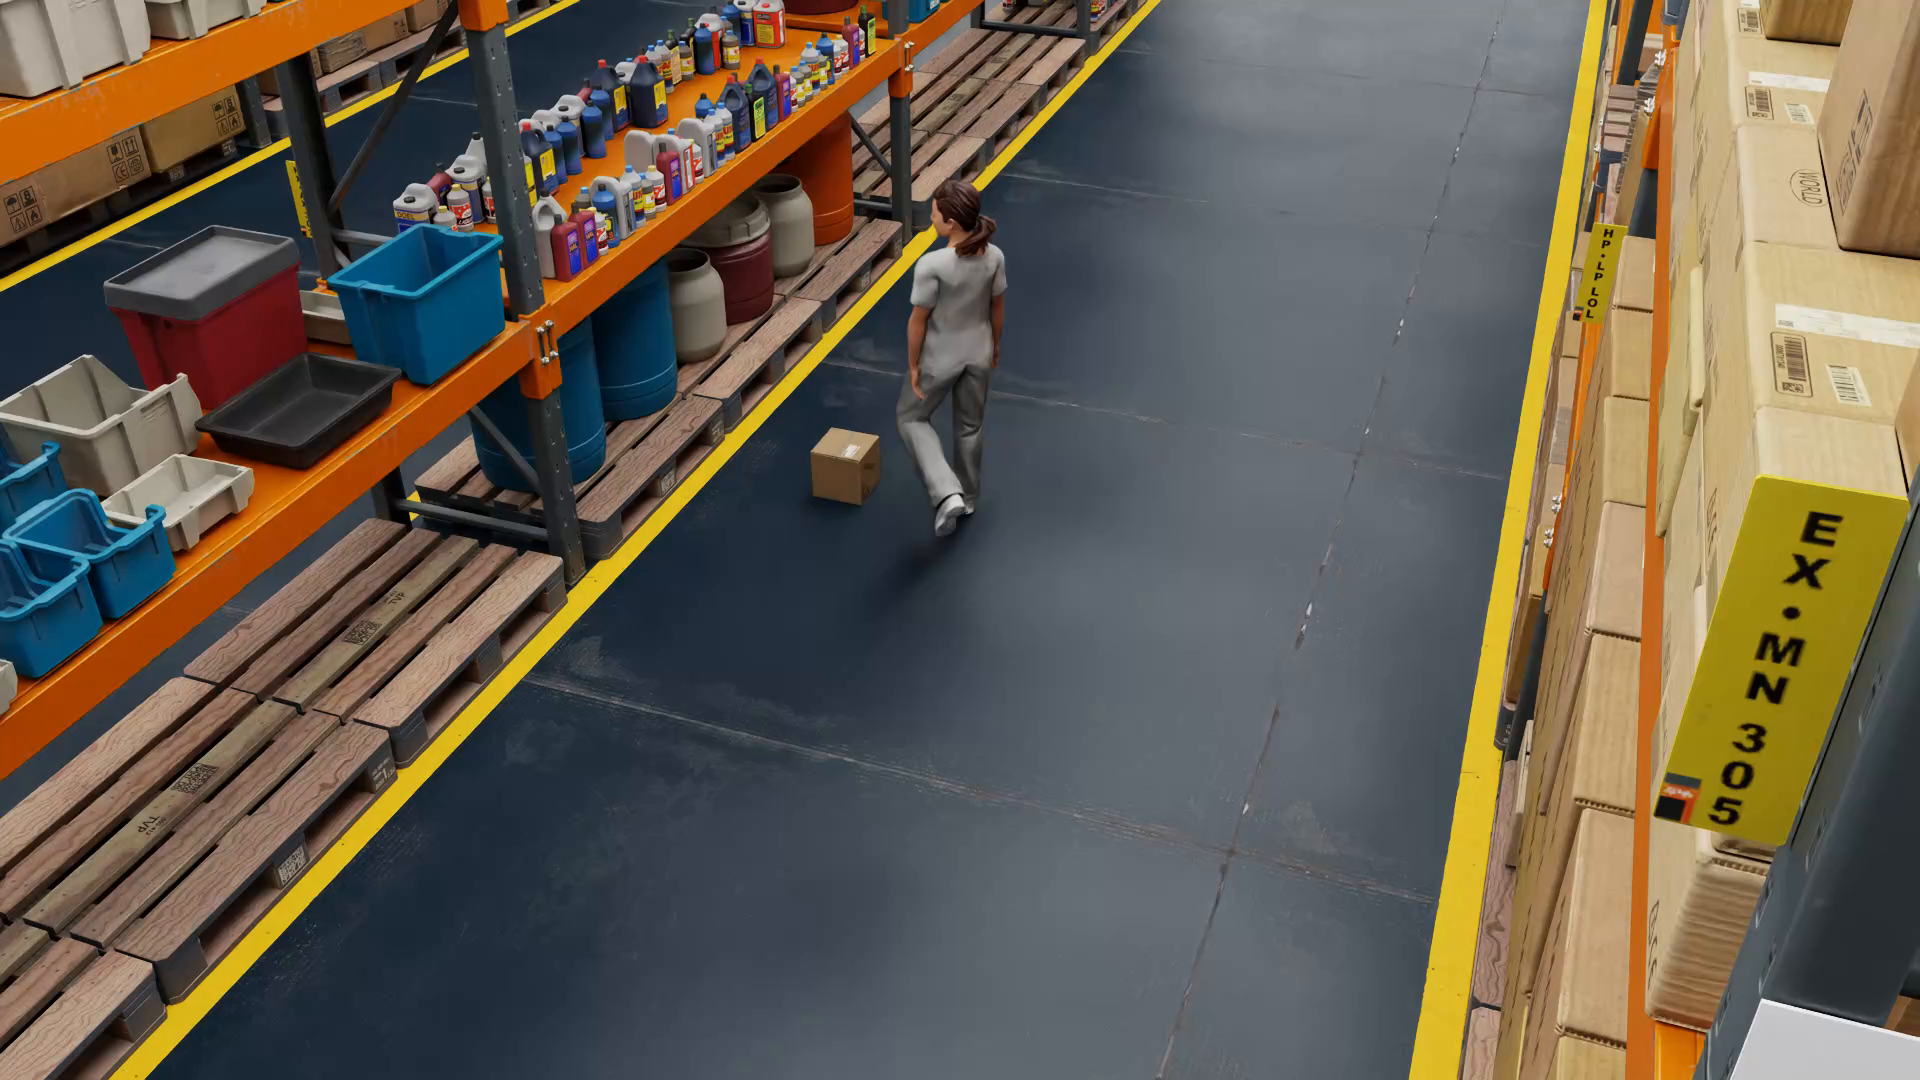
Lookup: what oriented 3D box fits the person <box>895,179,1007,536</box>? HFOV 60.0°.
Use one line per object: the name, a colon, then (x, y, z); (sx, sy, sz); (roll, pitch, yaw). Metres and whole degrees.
person: (-0.017, -0.793, 7.335); (0.491, 1.671, 0.614); (-13, 36, -19)
